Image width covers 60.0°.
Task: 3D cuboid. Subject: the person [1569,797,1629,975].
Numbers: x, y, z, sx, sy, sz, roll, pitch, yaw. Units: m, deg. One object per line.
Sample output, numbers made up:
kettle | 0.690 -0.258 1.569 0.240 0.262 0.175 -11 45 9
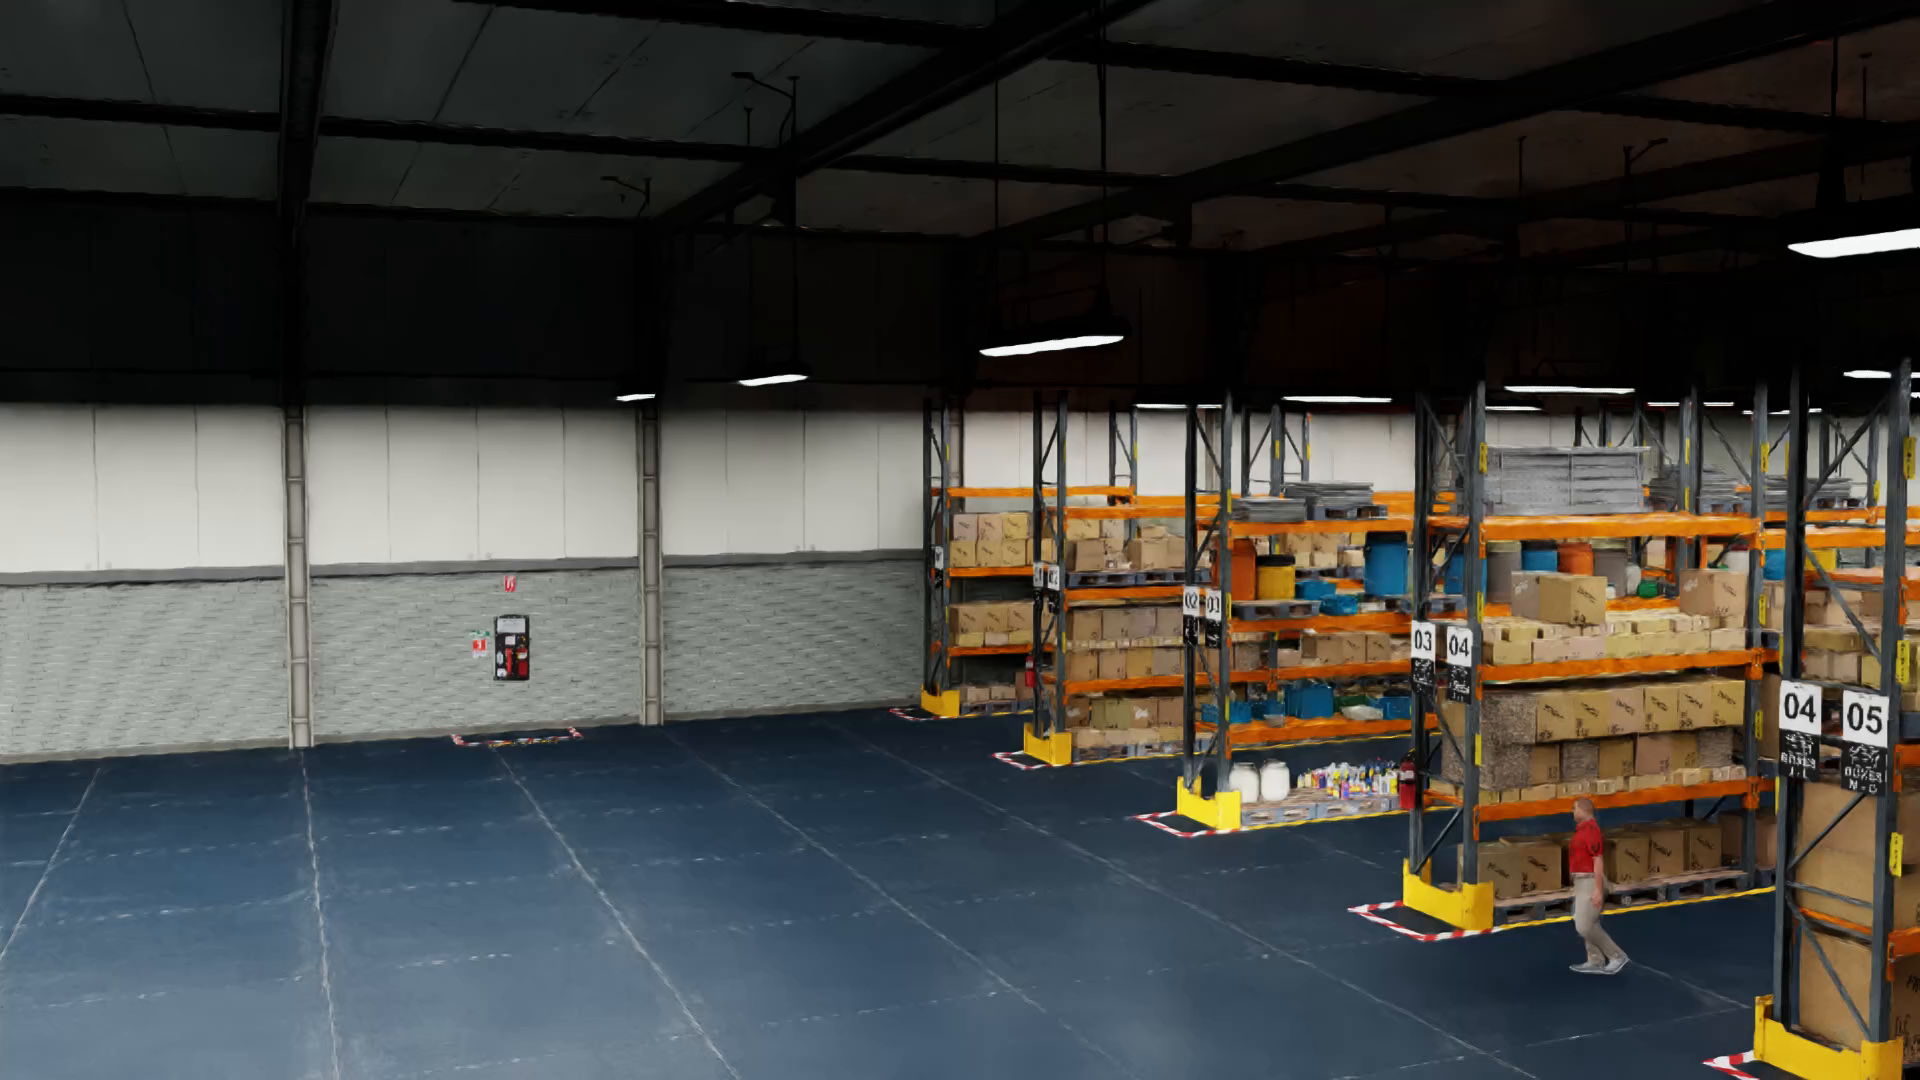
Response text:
person | 6.169 3.360 16.116 0.507 1.716 0.601 1 3 15

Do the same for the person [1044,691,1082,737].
person | 1.837 2.578 29.141 1.106 1.703 0.568 -1 4 -20

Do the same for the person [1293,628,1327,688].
person | 6.952 2.352 33.179 1.022 1.725 0.553 -1 4 -23
